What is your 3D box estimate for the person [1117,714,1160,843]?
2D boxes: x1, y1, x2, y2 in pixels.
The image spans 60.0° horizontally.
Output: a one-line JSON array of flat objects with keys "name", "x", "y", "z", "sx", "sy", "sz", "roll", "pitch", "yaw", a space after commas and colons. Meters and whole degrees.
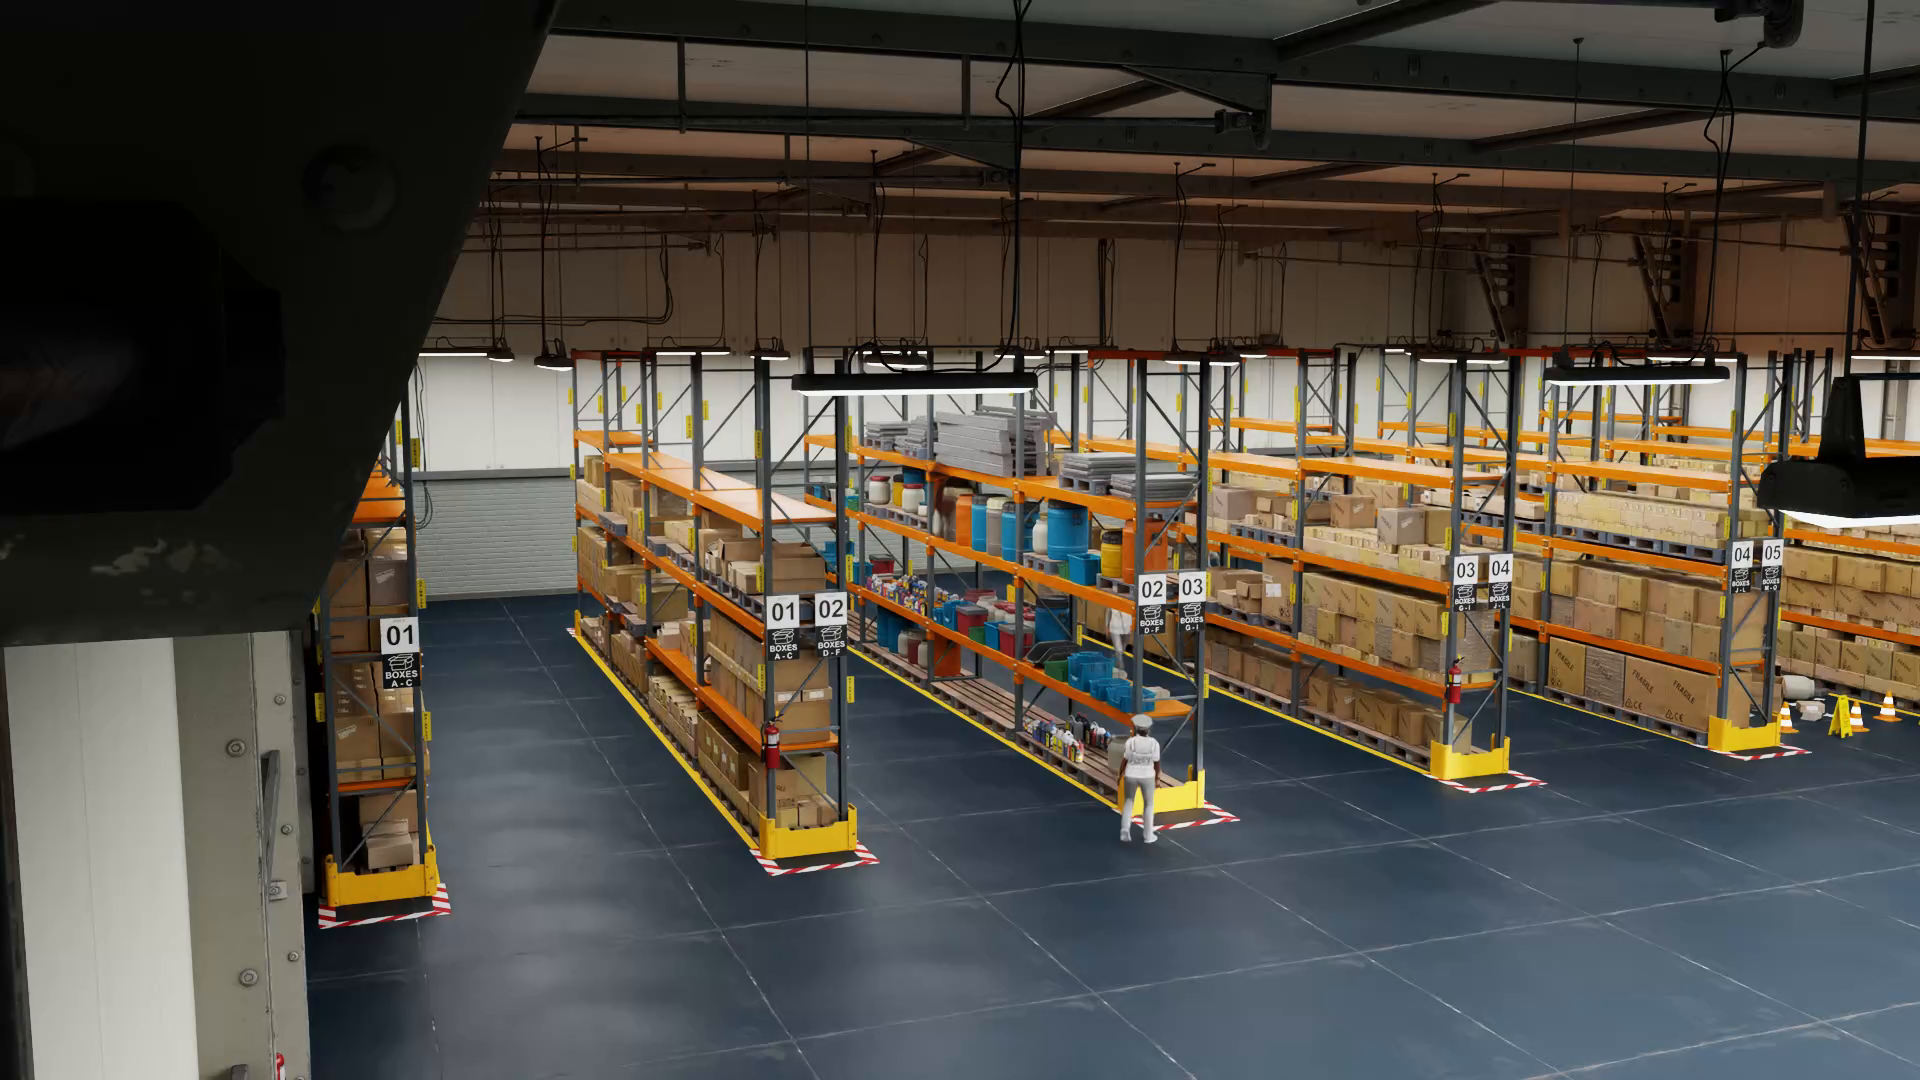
[{"name": "person", "x": 2.215, "y": 2.960, "z": 20.634, "sx": 0.546, "sy": 1.665, "sz": 0.574, "roll": 2, "pitch": 7, "yaw": 16}]

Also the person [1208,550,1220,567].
[{"name": "person", "x": 6.645, "y": -0.015, "z": 43.905, "sx": 0.604, "sy": 1.747, "sz": 0.797, "roll": 4, "pitch": 8, "yaw": 28}]

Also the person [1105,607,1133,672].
[{"name": "person", "x": 2.988, "y": 1.698, "z": 30.478, "sx": 0.492, "sy": 1.750, "sz": 0.992, "roll": -3, "pitch": 8, "yaw": -20}]
